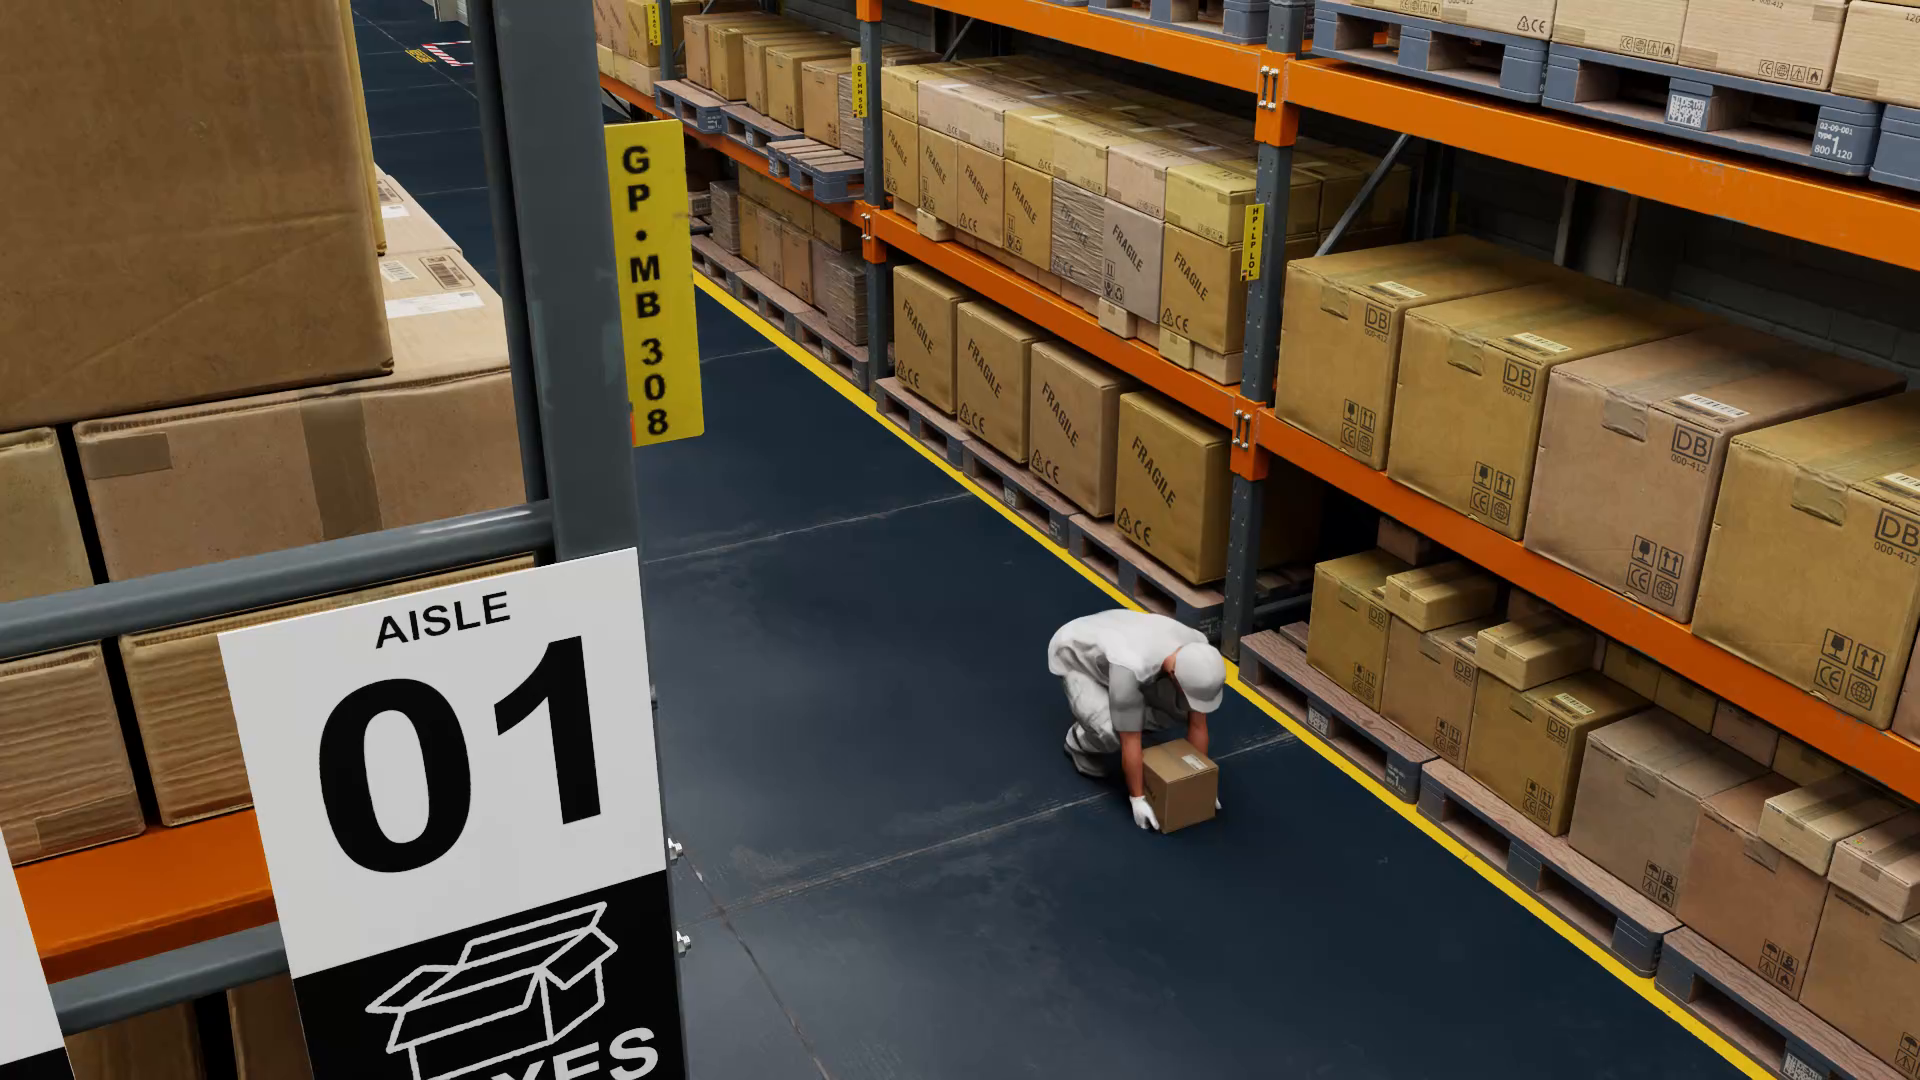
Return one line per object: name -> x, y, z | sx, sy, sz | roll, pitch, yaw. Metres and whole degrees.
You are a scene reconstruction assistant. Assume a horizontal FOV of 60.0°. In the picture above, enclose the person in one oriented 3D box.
person -> 0.740, 0.684, 6.921 | 0.537, 0.874, 0.925 | -13, 28, -26
